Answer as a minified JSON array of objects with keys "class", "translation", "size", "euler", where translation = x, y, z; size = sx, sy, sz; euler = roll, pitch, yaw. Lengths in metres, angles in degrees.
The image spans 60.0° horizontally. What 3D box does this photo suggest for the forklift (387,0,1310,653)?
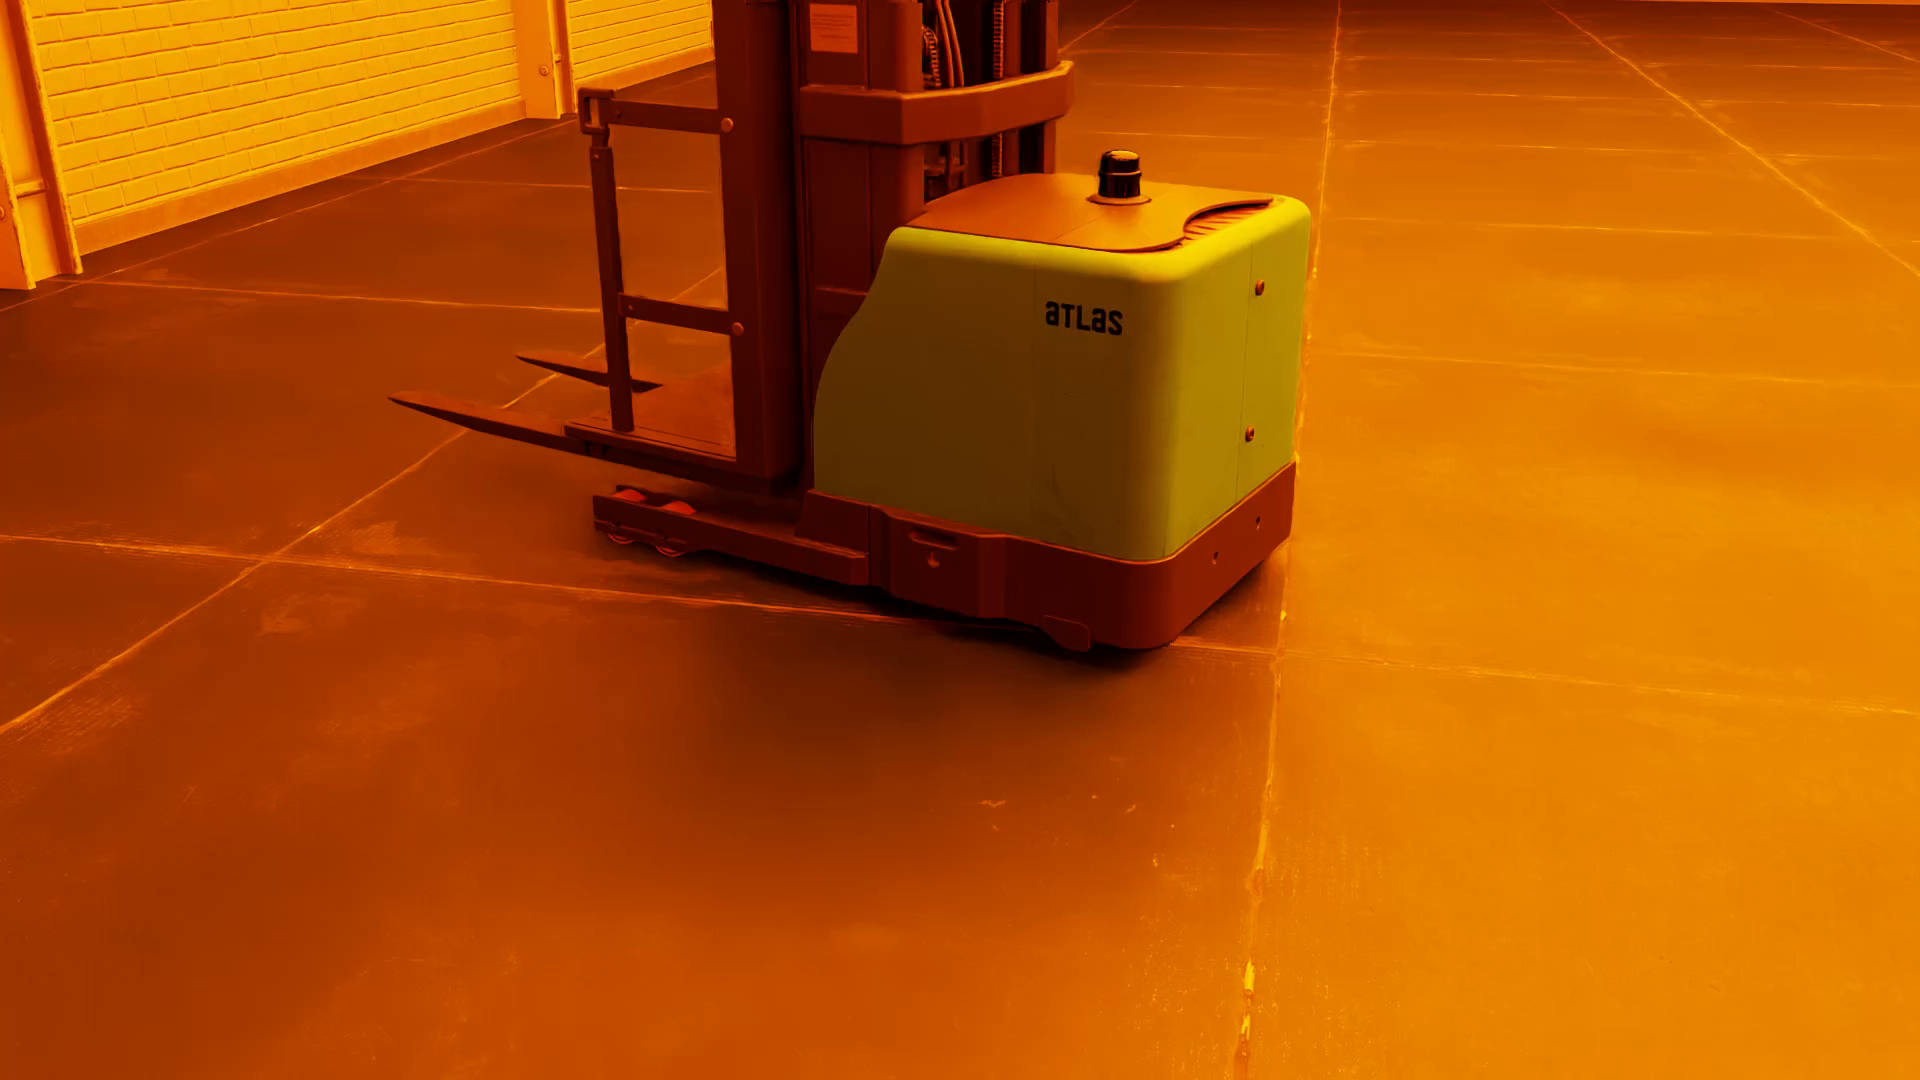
[{"class":"forklift","translation":[-0.529,-1.461,4.851],"size":[3.031,2.935,1.130],"euler":[13,26,29]}]
